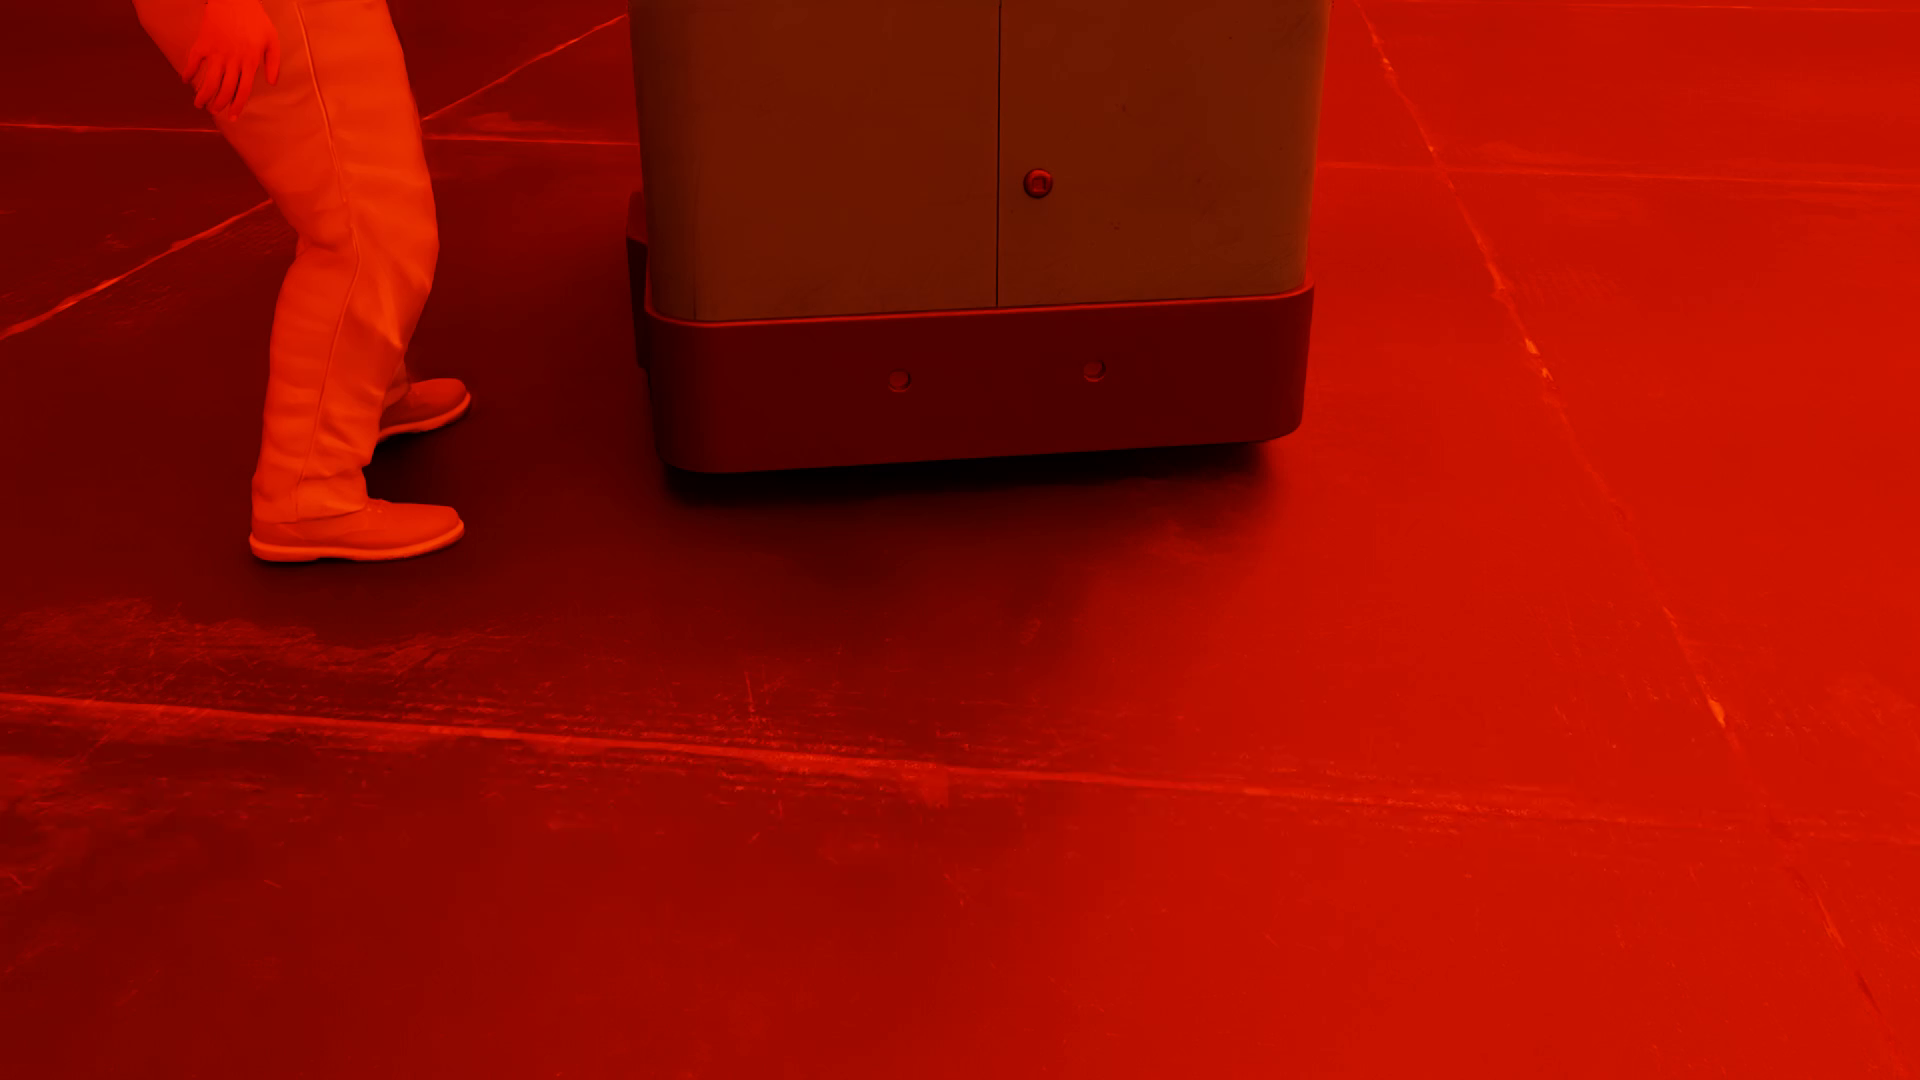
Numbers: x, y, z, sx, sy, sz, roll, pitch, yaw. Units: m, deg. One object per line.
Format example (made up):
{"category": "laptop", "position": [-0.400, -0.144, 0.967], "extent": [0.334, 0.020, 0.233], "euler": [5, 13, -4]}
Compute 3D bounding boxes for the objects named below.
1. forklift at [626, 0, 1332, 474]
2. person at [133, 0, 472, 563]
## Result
{"category": "forklift", "position": [-0.167, -2.044, 3.315], "extent": [1.130, 2.935, 3.031], "euler": [-4, 27, -8]}
{"category": "person", "position": [-0.902, -0.793, 2.268], "extent": [0.466, 1.639, 0.796], "euler": [-10, 28, -19]}
